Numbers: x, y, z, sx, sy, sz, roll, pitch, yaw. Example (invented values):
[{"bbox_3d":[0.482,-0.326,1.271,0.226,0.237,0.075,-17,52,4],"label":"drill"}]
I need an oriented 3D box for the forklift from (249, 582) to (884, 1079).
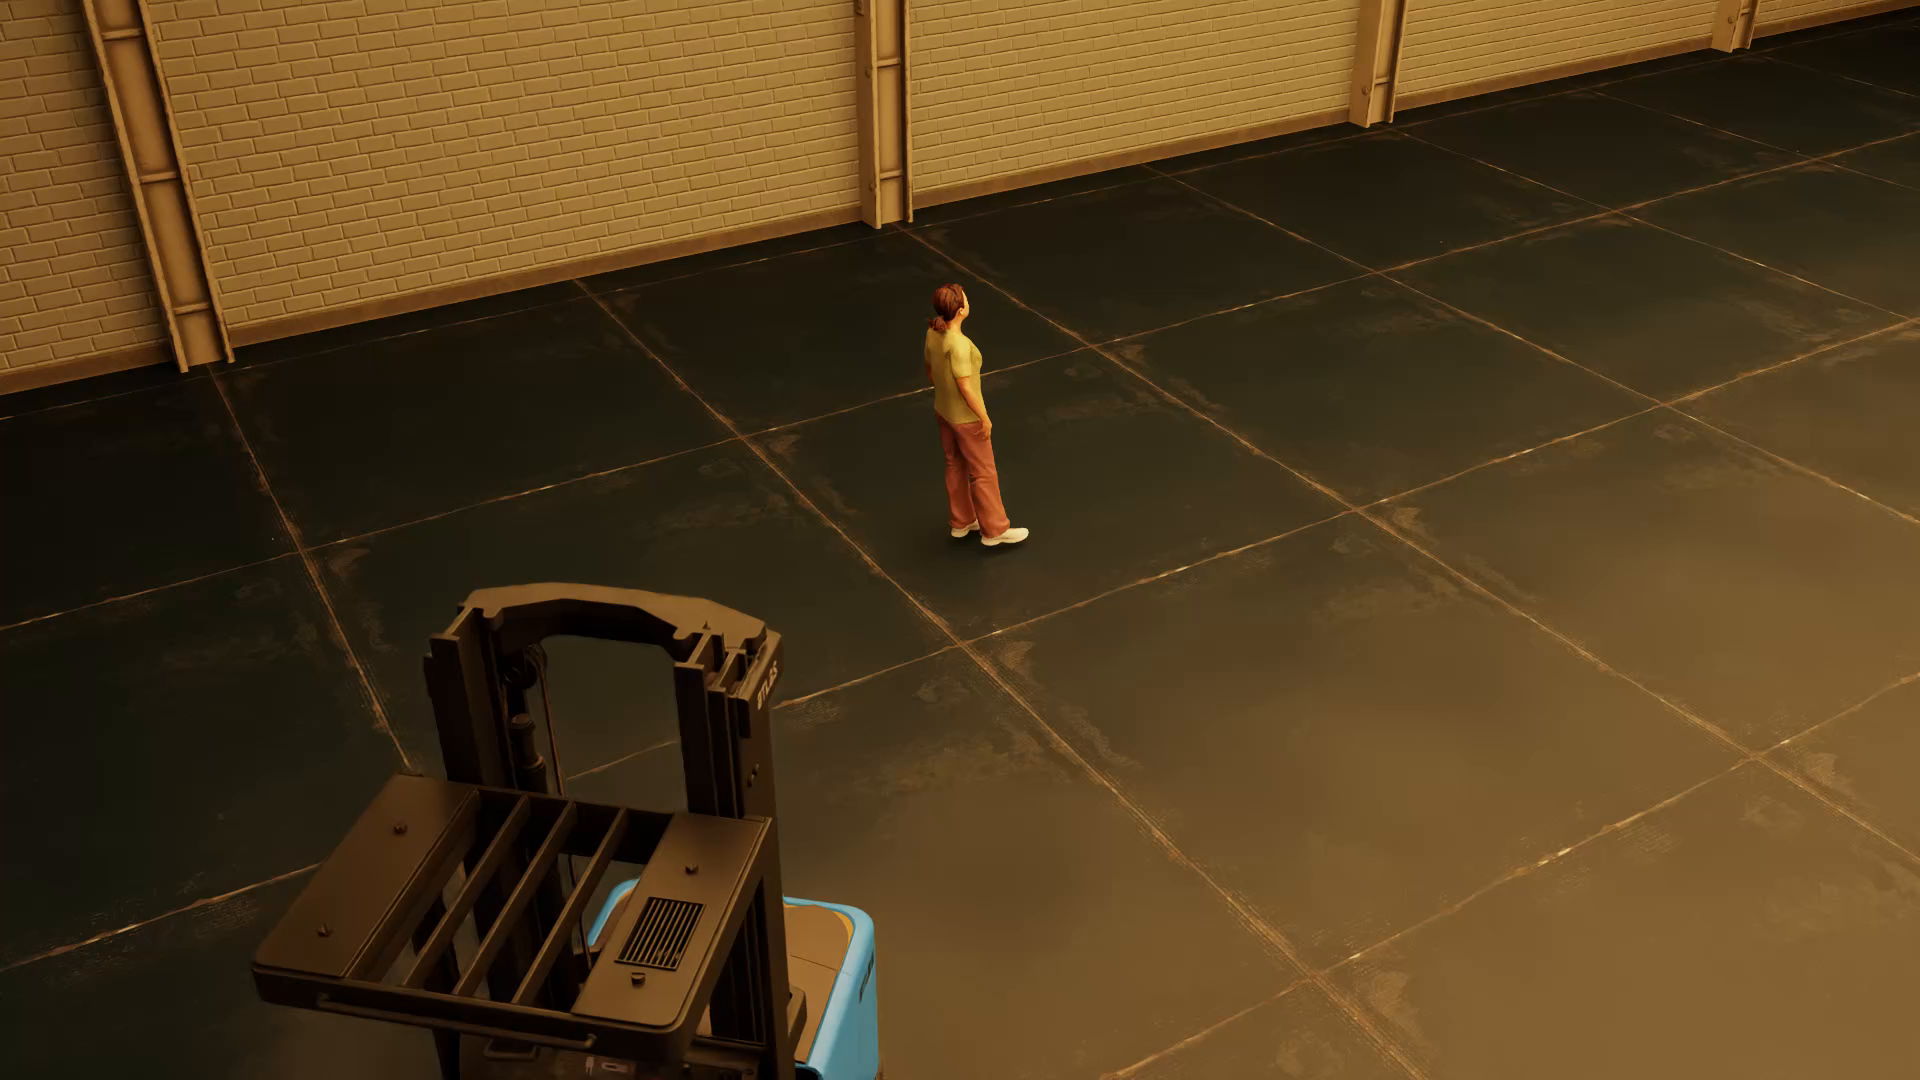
[{"bbox_3d":[-1.089,1.719,4.776,1.130,2.935,3.031,6,31,9],"label":"forklift"}]

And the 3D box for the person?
[{"bbox_3d":[0.069,-0.774,10.069,0.547,1.673,0.553,-17,35,-26],"label":"person"}]
